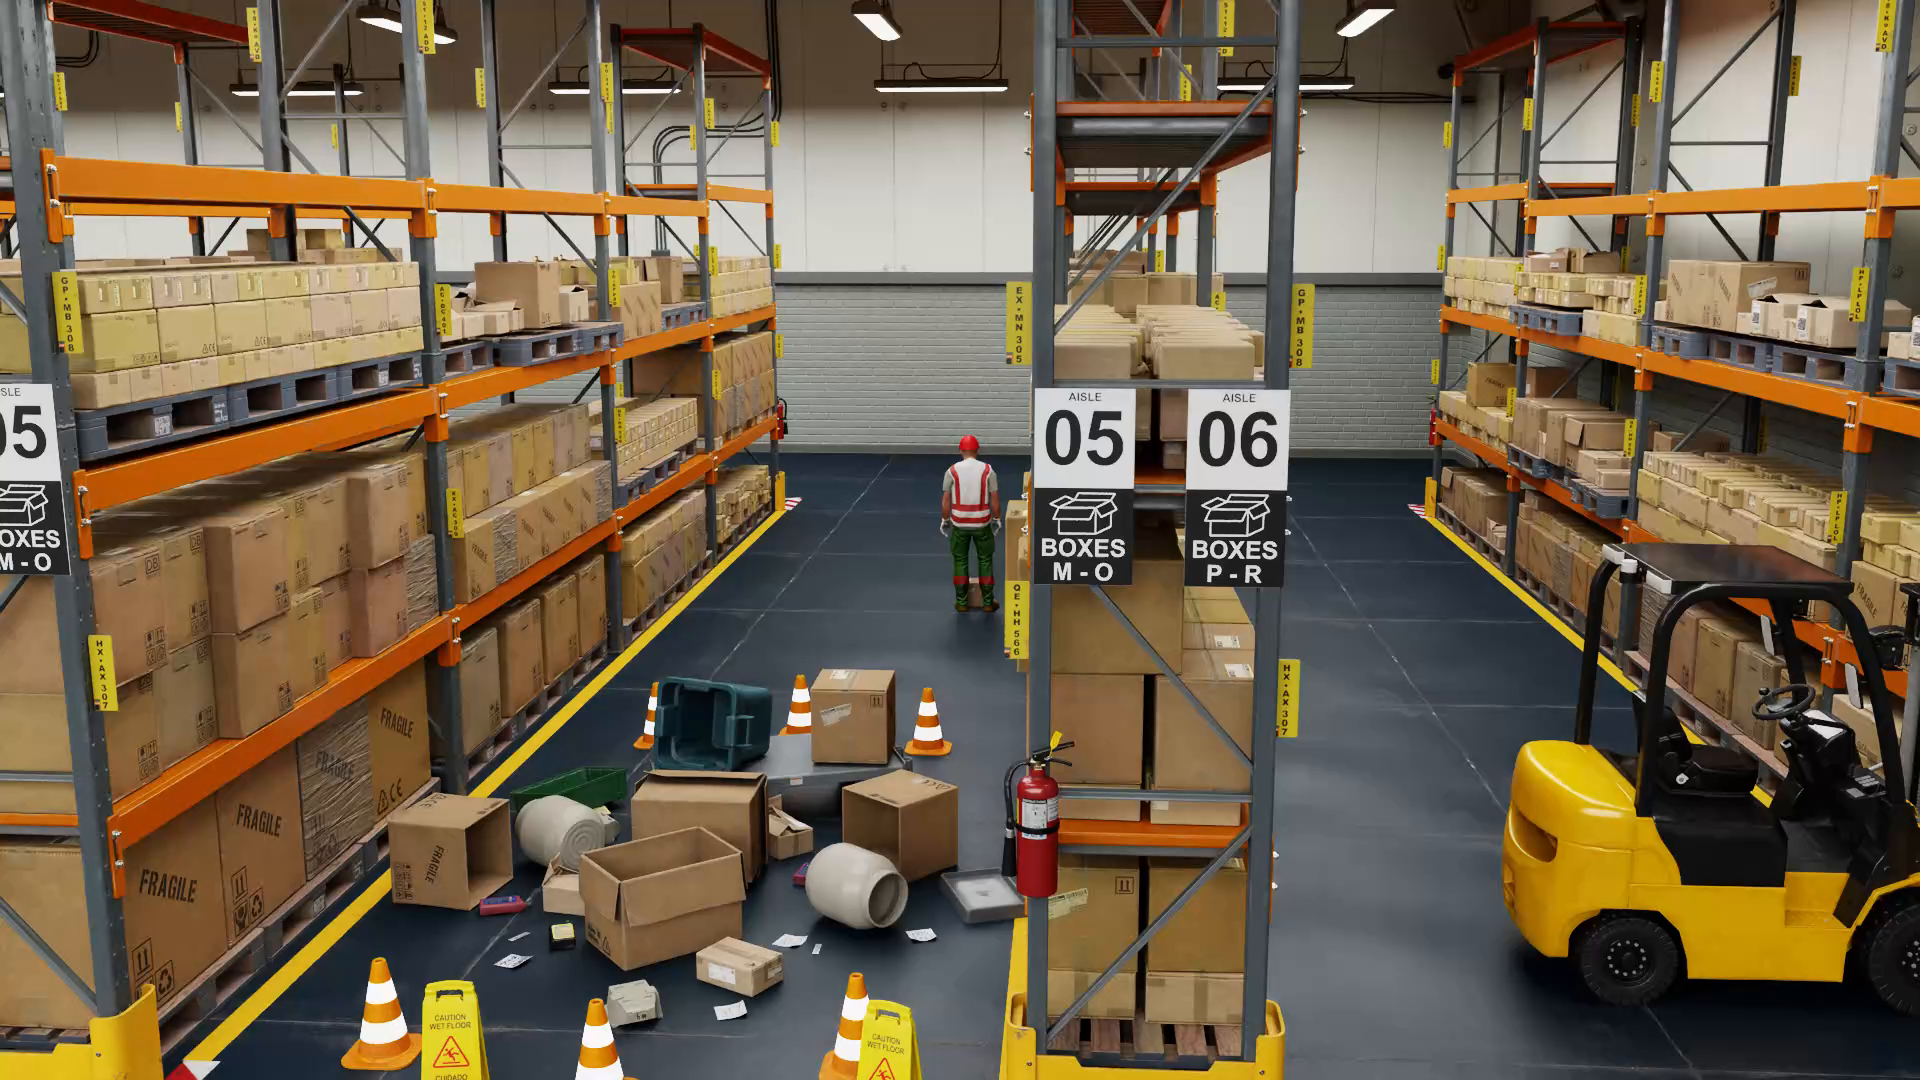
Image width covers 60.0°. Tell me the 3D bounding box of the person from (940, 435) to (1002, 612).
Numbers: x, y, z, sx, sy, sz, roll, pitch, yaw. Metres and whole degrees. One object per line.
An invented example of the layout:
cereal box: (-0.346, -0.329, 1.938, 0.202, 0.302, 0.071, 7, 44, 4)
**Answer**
person: (0.113, -0.170, 16.788, 0.623, 1.780, 0.446, 0, 11, 1)
